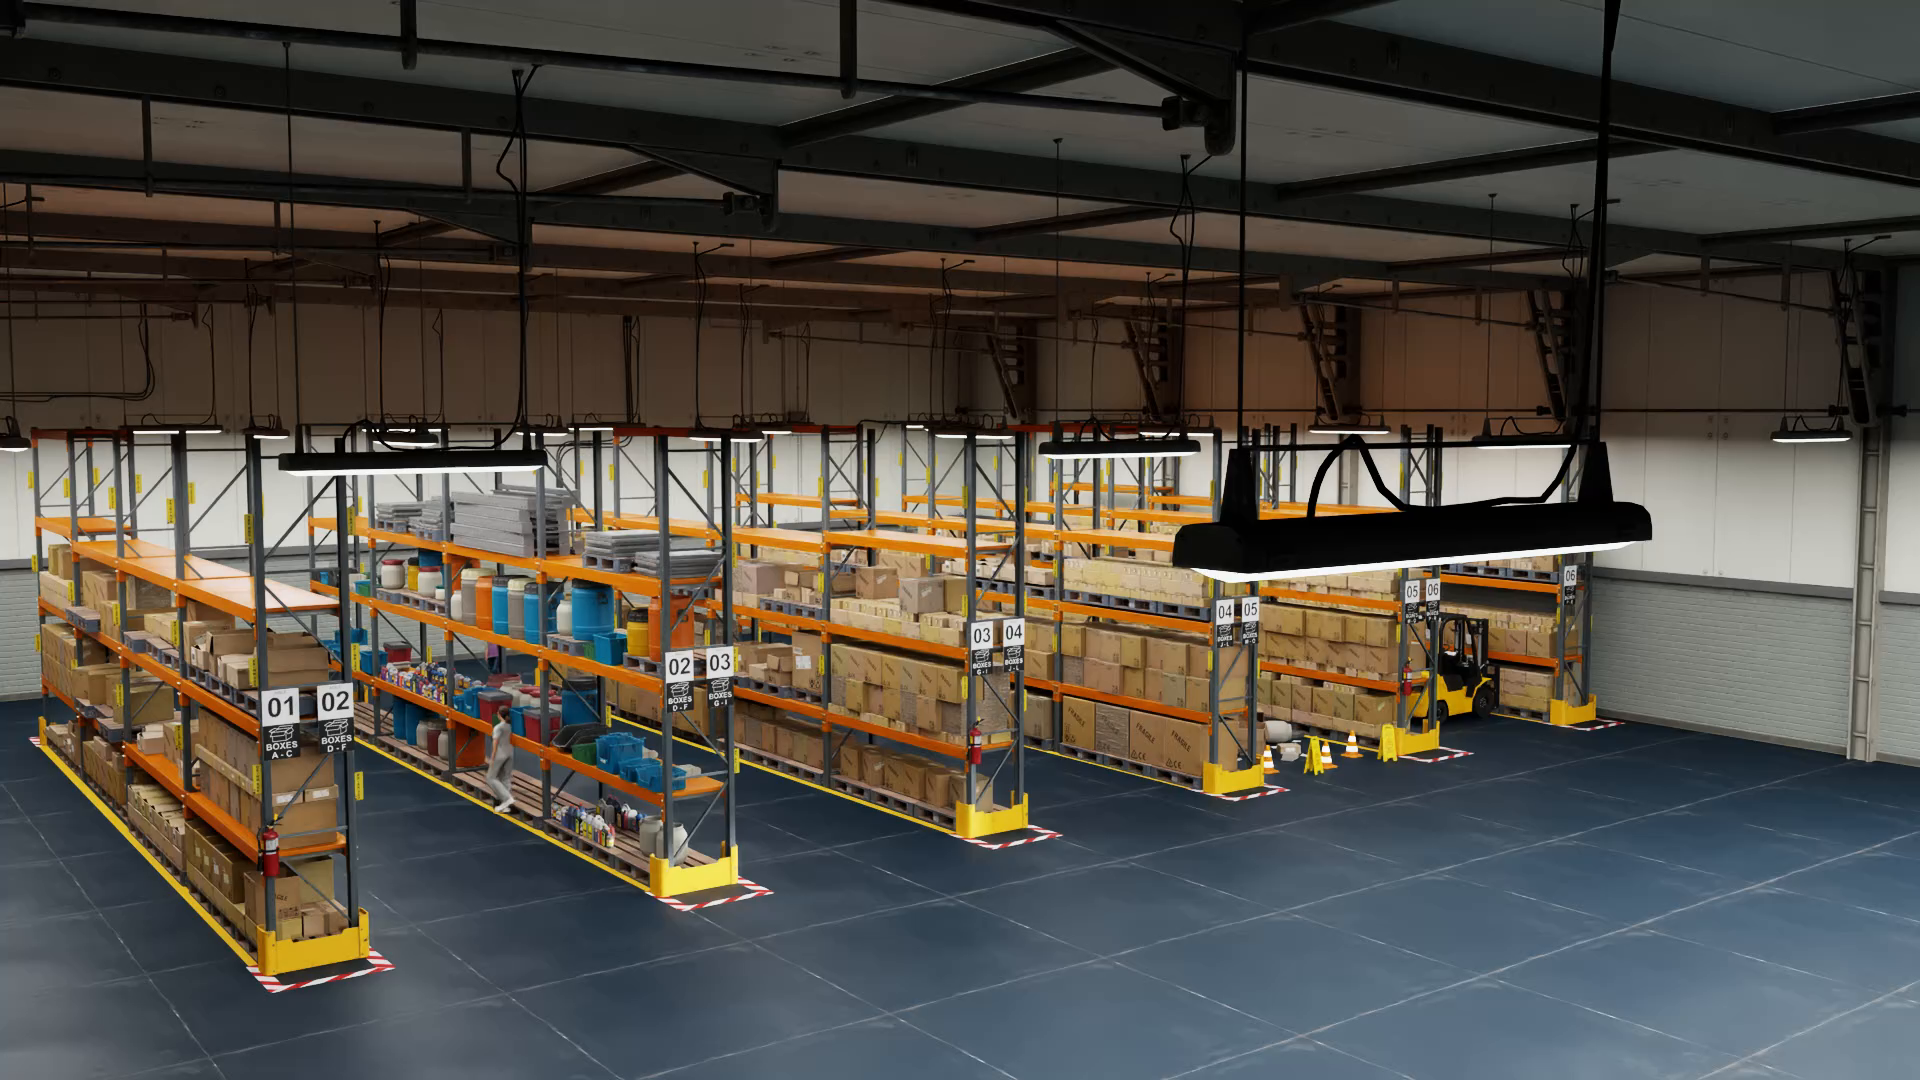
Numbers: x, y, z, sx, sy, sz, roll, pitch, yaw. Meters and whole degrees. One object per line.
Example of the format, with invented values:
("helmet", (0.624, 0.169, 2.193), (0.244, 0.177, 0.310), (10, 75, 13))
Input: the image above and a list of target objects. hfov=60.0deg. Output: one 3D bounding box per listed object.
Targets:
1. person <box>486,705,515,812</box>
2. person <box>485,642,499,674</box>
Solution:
("person", (-7.069, 3.409, 25.878), (0.478, 1.667, 0.485), (3, 5, 30))
("person", (-10.446, 2.611, 37.459), (0.424, 1.561, 0.872), (0, 4, 1))
